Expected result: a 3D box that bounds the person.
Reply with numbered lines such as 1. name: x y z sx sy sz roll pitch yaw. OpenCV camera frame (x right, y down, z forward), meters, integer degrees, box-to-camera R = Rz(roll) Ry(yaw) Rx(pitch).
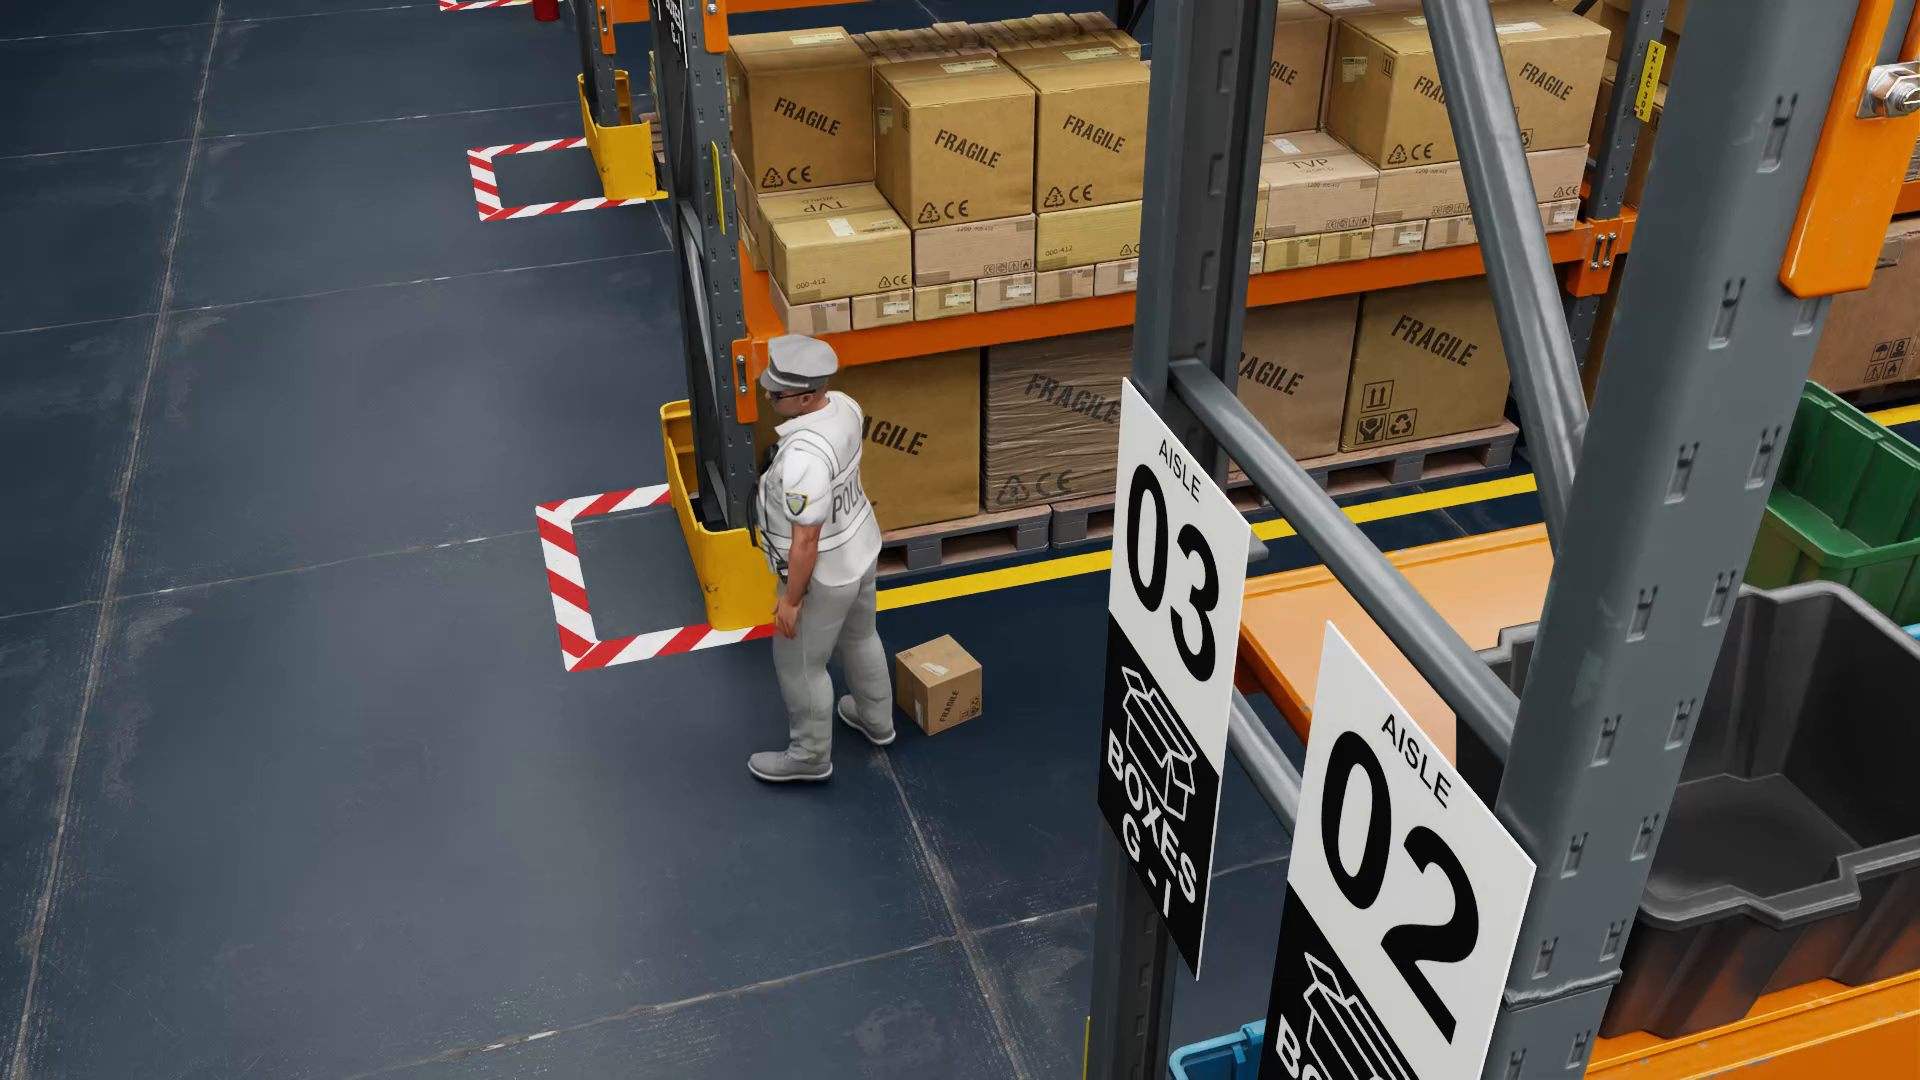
1. person: -0.517 0.078 5.979 0.480 1.753 0.585 11 35 16
